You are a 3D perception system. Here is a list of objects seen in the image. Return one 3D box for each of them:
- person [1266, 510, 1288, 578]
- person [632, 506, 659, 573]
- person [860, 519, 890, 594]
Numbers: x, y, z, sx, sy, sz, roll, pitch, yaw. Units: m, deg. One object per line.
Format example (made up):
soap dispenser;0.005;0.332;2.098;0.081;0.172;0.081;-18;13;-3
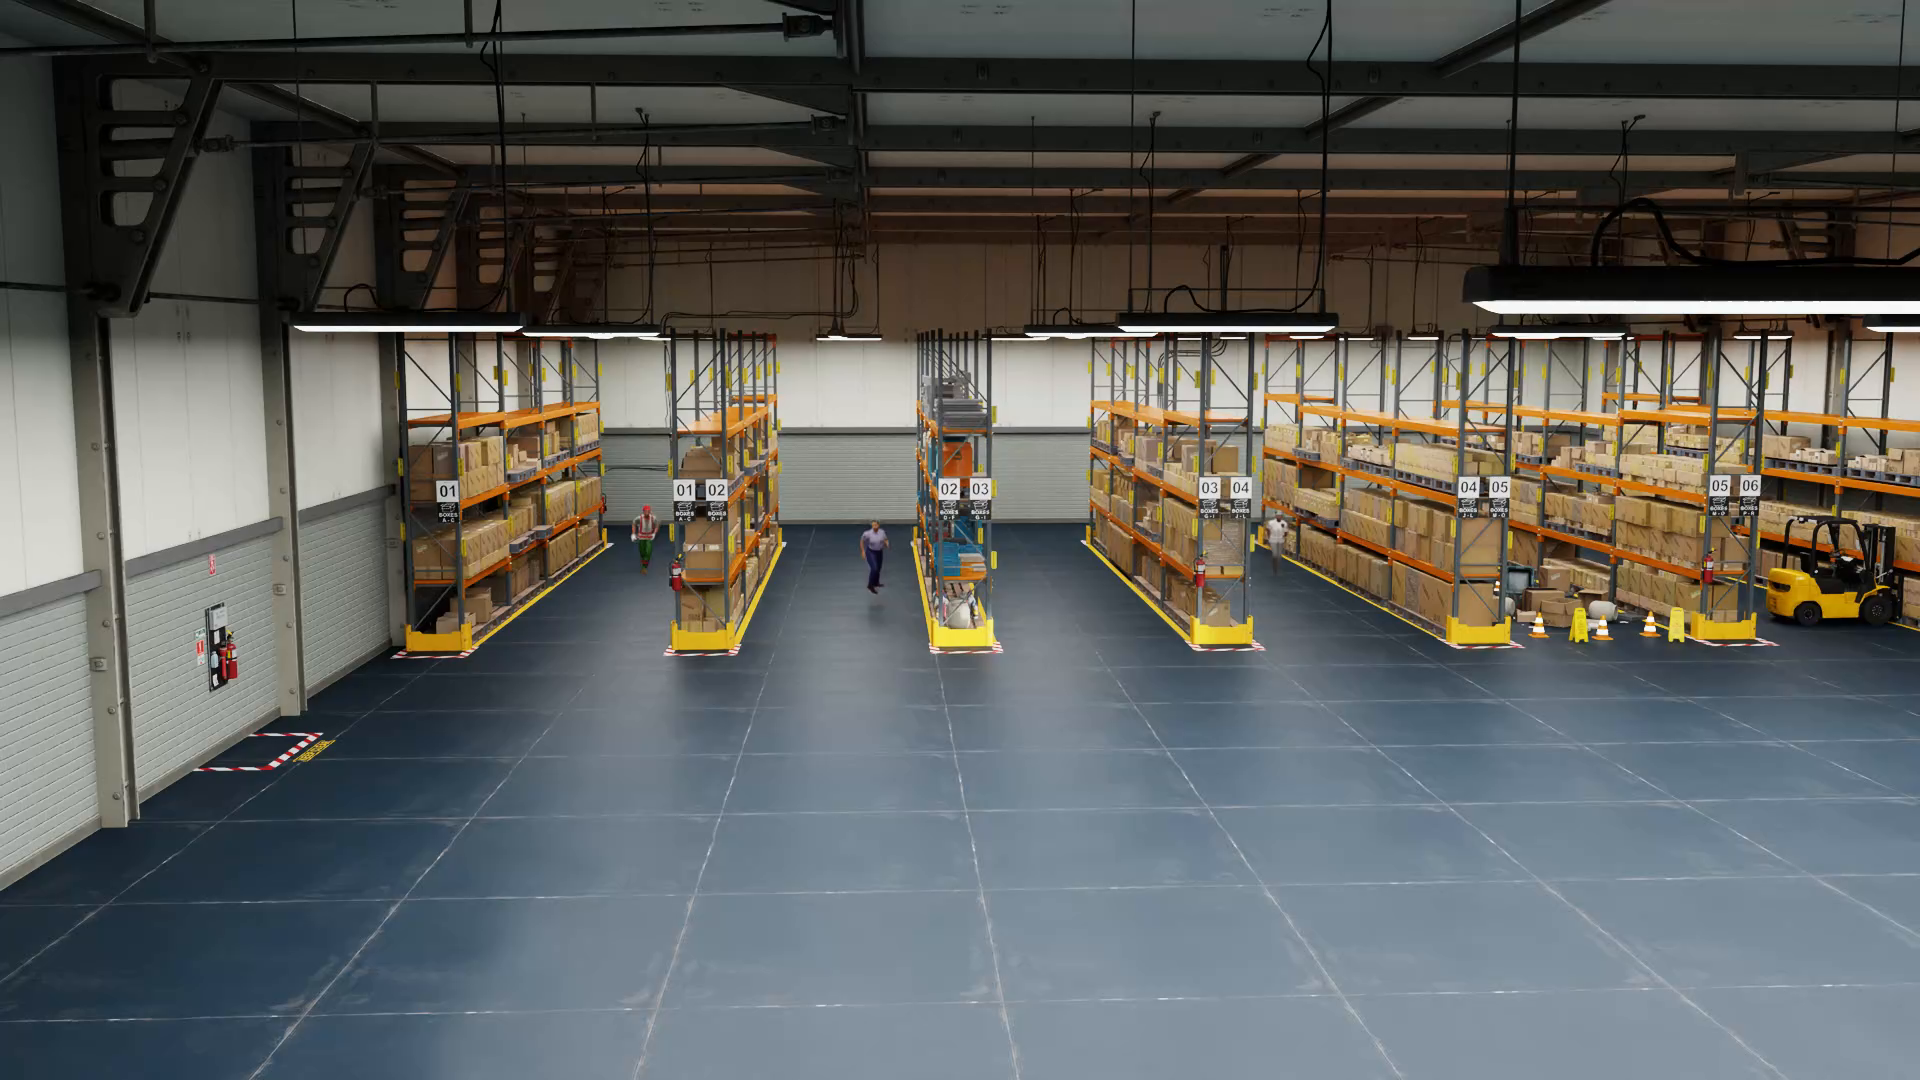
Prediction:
person;7.813;0.088;40.911;0.464;1.706;0.804;-1;7;-7
person;-7.878;-0.028;41.648;0.668;1.713;0.710;-2;7;-20
person;-1.835;0.352;36.918;0.626;1.655;0.778;-6;9;-43
